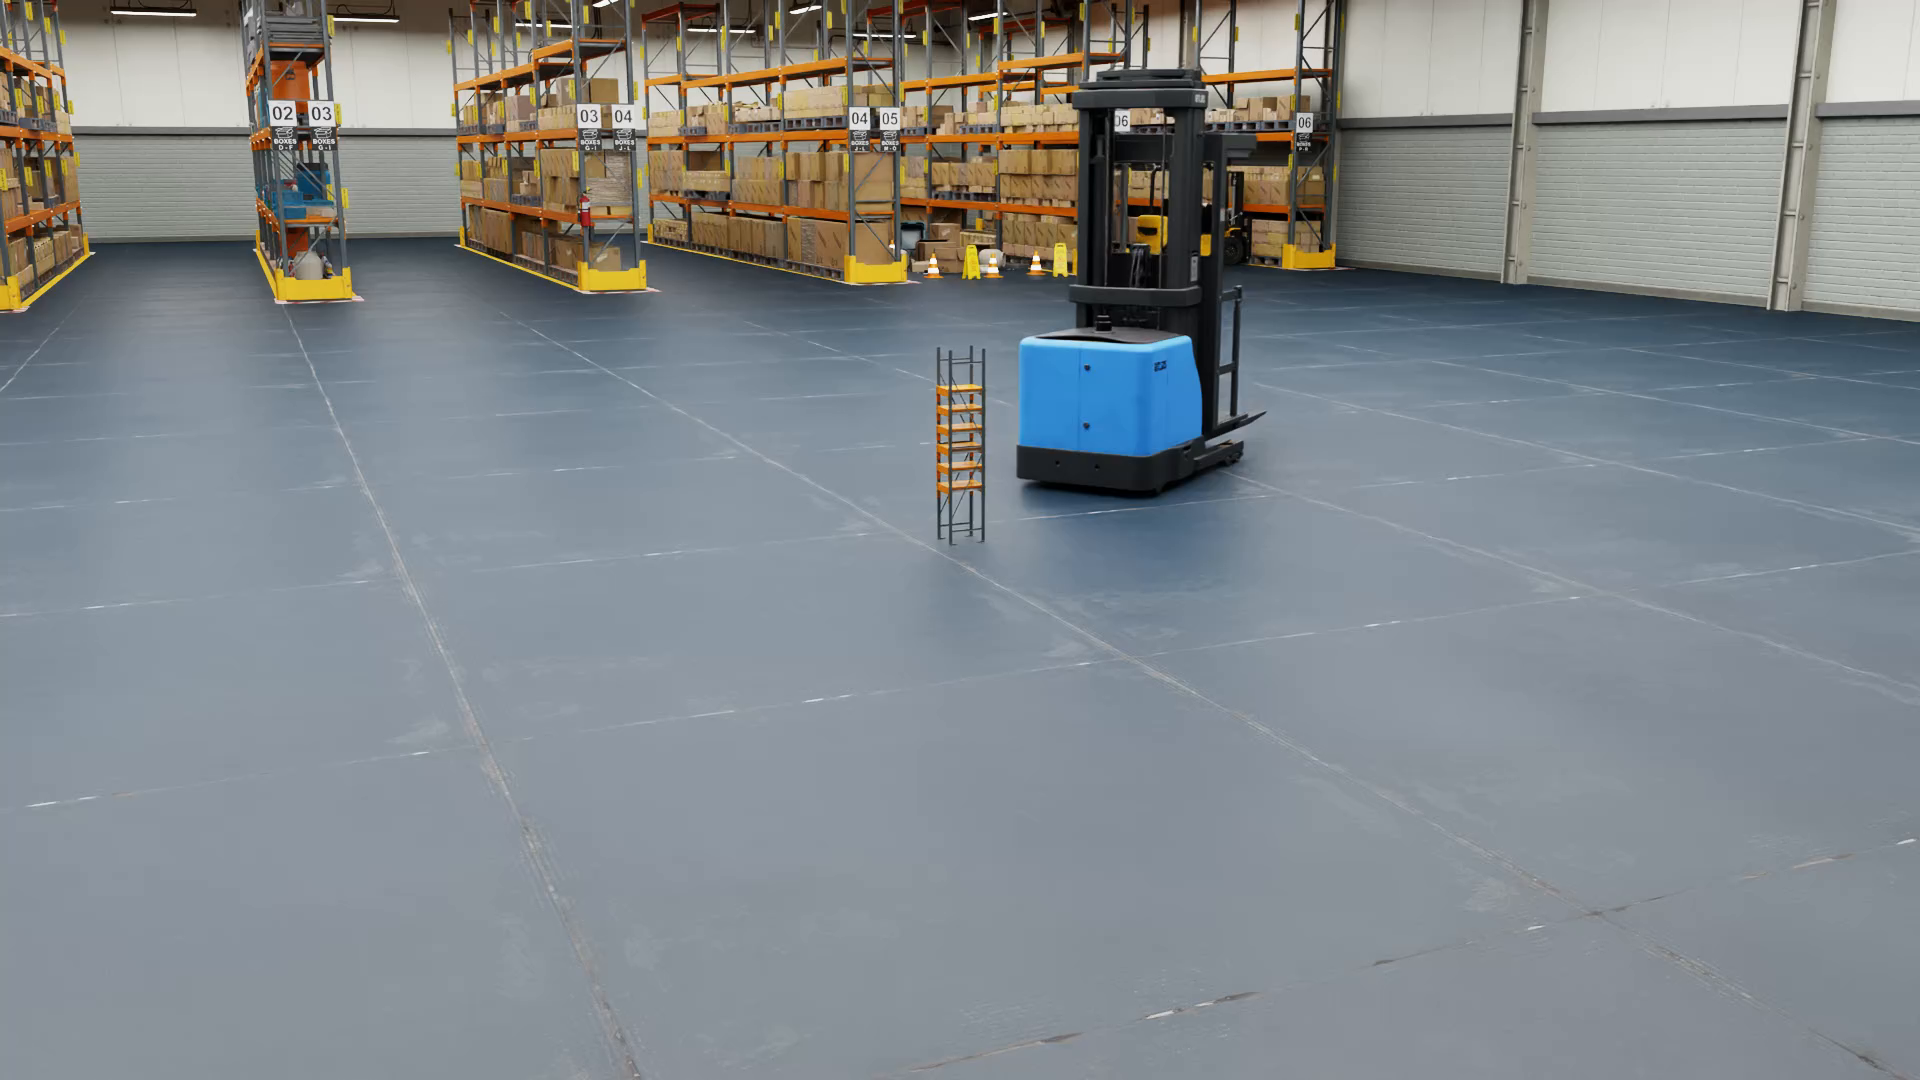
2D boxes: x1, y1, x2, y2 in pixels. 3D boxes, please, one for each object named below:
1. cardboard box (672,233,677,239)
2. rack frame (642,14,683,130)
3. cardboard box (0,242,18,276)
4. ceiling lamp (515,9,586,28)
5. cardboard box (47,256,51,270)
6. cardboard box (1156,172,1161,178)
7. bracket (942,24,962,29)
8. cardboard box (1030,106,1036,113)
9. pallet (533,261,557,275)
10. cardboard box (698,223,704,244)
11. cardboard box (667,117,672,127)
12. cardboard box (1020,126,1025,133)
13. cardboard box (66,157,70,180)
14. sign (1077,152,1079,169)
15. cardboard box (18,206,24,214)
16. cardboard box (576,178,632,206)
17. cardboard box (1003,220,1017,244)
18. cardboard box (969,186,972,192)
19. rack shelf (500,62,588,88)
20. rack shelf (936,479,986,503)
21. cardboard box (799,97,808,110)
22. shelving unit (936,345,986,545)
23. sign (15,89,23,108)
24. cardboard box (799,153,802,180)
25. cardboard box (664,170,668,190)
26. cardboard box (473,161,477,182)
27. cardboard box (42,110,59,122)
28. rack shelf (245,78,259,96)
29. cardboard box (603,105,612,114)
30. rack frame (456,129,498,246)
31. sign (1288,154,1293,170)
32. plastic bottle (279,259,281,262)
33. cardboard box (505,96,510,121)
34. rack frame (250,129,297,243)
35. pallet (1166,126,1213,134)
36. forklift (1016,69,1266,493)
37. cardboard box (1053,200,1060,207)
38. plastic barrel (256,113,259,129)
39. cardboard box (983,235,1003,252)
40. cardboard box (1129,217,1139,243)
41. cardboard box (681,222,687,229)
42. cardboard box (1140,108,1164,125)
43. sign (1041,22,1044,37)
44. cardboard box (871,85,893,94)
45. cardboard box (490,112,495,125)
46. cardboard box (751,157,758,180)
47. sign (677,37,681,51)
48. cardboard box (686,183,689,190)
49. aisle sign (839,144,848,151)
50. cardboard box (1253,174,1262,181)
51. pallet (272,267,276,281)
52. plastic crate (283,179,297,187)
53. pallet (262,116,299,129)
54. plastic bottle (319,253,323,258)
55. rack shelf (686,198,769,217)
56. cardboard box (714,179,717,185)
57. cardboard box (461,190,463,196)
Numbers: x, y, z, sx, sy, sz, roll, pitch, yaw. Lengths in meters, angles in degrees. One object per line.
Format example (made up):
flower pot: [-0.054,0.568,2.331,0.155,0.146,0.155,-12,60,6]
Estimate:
cardboard box: [-7.298,-7.929,43.368,0.380,0.149,0.250,-6,14,-23]
rack frame: [-8.016,-12.598,44.847,1.000,3.000,0.127,-6,14,-23]
cardboard box: [-15.483,-4.513,26.722,0.500,0.500,0.500,-6,14,-23]
ceiling lamp: [-11.353,-15.799,45.729,2.000,3.185,0.800,-6,14,-23]
cardboard box: [-17.632,-5.270,31.653,0.500,0.250,0.500,-5,14,-22]
cardboard box: [4.953,-8.790,40.037,0.380,0.149,0.250,-5,14,-22]
bracket: [-0.839,-16.539,53.888,0.076,0.066,5.218,-6,14,-23]
cardboard box: [1.685,-9.033,34.884,0.380,0.149,0.250,-6,14,-24]
pallet: [-8.108,-5.572,33.975,1.003,0.211,1.213,-6,14,-23]
cardboard box: [-6.147,-7.550,40.953,0.500,0.500,0.500,-5,14,-20]
cardboard box: [-7.242,-10.769,42.821,0.500,0.250,0.500,-5,14,-21]
cardboard box: [1.504,-8.761,35.477,0.380,0.149,0.250,-5,14,-21]
cardboard box: [-20.421,-8.400,37.571,0.500,0.500,0.500,-6,14,-25]
sign: [2.372,-7.510,32.898,0.100,0.325,0.005,-6,14,-23]
cardboard box: [-17.040,-5.955,30.002,0.380,0.149,0.250,-6,14,-23]
cardboard box: [-6.387,-6.253,29.852,0.875,0.500,0.500,-6,14,-23]
cardboard box: [1.275,-6.749,36.380,0.500,0.500,0.500,-5,14,-20]
cardboard box: [0.431,-8.040,38.082,0.380,0.149,0.250,-6,14,-23]
rack shelf: [-8.595,-9.560,34.201,1.077,0.370,4.000,-6,14,-23]
rack shelf: [0.006,-0.304,10.286,0.258,0.103,0.180,-6,14,-23]
cardboard box: [-2.864,-8.648,32.952,0.500,0.250,0.500,-6,14,-24]
shelving unit: [0.006,-0.582,10.222,0.258,1.200,0.189,-6,14,-23]
sign: [-16.365,-7.678,28.916,0.100,0.325,0.005,-6,14,-23]
cardboard box: [-2.766,-7.613,33.885,0.875,0.550,0.550,-6,14,-23]
cardboard box: [-7.457,-9.436,43.608,0.500,0.500,0.500,-6,14,-24]
cardboard box: [-11.625,-9.034,40.761,0.500,0.500,0.500,-5,14,-22]
cardboard box: [-20.044,-9.283,36.398,0.500,0.250,0.500,-6,14,-23]
rack shelf: [-16.338,-10.765,39.410,1.077,0.370,4.000,-6,14,-23]
cardboard box: [-6.090,-7.603,29.365,0.380,0.149,0.250,-6,14,-23]
rack frame: [-12.601,-9.249,43.678,1.000,3.000,0.127,-6,14,-23]
sign: [6.932,-7.921,34.847,0.100,0.325,0.005,-6,14,-23]
plastic bottle: [-12.286,-4.932,30.075,0.061,0.283,0.133,-5,14,-20]
cardboard box: [-9.444,-9.229,35.611,0.500,0.500,0.500,-5,14,-22]
rack frame: [-17.139,-8.801,41.745,1.000,3.000,0.127,-6,14,-23]
pallet: [5.467,-9.663,39.240,0.805,0.209,1.217,-6,14,-25]
forklift: [1.568,-2.045,12.707,1.130,2.935,3.031,7,15,28]
cardboard box: [2.125,-6.921,34.180,0.380,0.149,0.250,-5,14,-22]
plastic barrel: [-14.091,-8.572,33.856,0.421,0.512,0.421,0,13,0]
cardboard box: [1.073,-6.697,37.550,0.950,0.372,0.625,-5,14,-22]
cardboard box: [4.736,-7.723,41.423,0.875,0.625,0.625,-5,14,-21]
cardboard box: [-6.934,-8.054,42.589,0.380,0.149,0.250,-5,14,-22]
cardboard box: [4.705,-10.321,40.286,0.500,0.500,0.500,-5,14,-22]
sign: [1.790,-11.126,36.238,0.100,0.325,0.005,-6,14,-23]
cardboard box: [-1.449,-8.449,31.205,0.380,0.149,0.250,-5,14,-22]
cardboard box: [-10.642,-9.810,38.717,0.500,0.311,0.500,-6,14,-25]
cardboard box: [-4.229,-8.255,36.946,0.700,0.500,0.500,-6,14,-24]
sign: [-6.918,-12.221,40.967,0.100,0.325,0.005,-6,14,-23]
cardboard box: [-6.561,-8.752,41.158,0.380,0.149,0.250,-5,14,-22]
aisle sign: [-3.266,-11.453,47.438,0.394,0.787,0.004,-6,14,-23]
cardboard box: [6.623,-7.911,36.237,0.380,0.149,0.250,-6,14,-25]
pallet: [-12.683,-5.122,32.033,1.003,0.211,1.213,-6,14,-23]
plastic crate: [-15.665,-8.242,39.055,0.402,0.464,0.583,-6,14,-23]
pallet: [-11.954,-7.551,30.110,1.213,0.211,1.003,-6,14,-23]
plastic bottle: [-11.810,-5.139,30.820,0.144,0.351,0.185,-6,14,-24]
rack shelf: [-5.613,-8.086,40.249,1.077,0.370,4.000,-6,14,-23]
cardboard box: [-5.535,-8.366,38.831,0.380,0.149,0.250,-5,14,-21]
cardboard box: [-12.761,-9.023,43.261,0.380,0.149,0.250,-5,14,-22]
